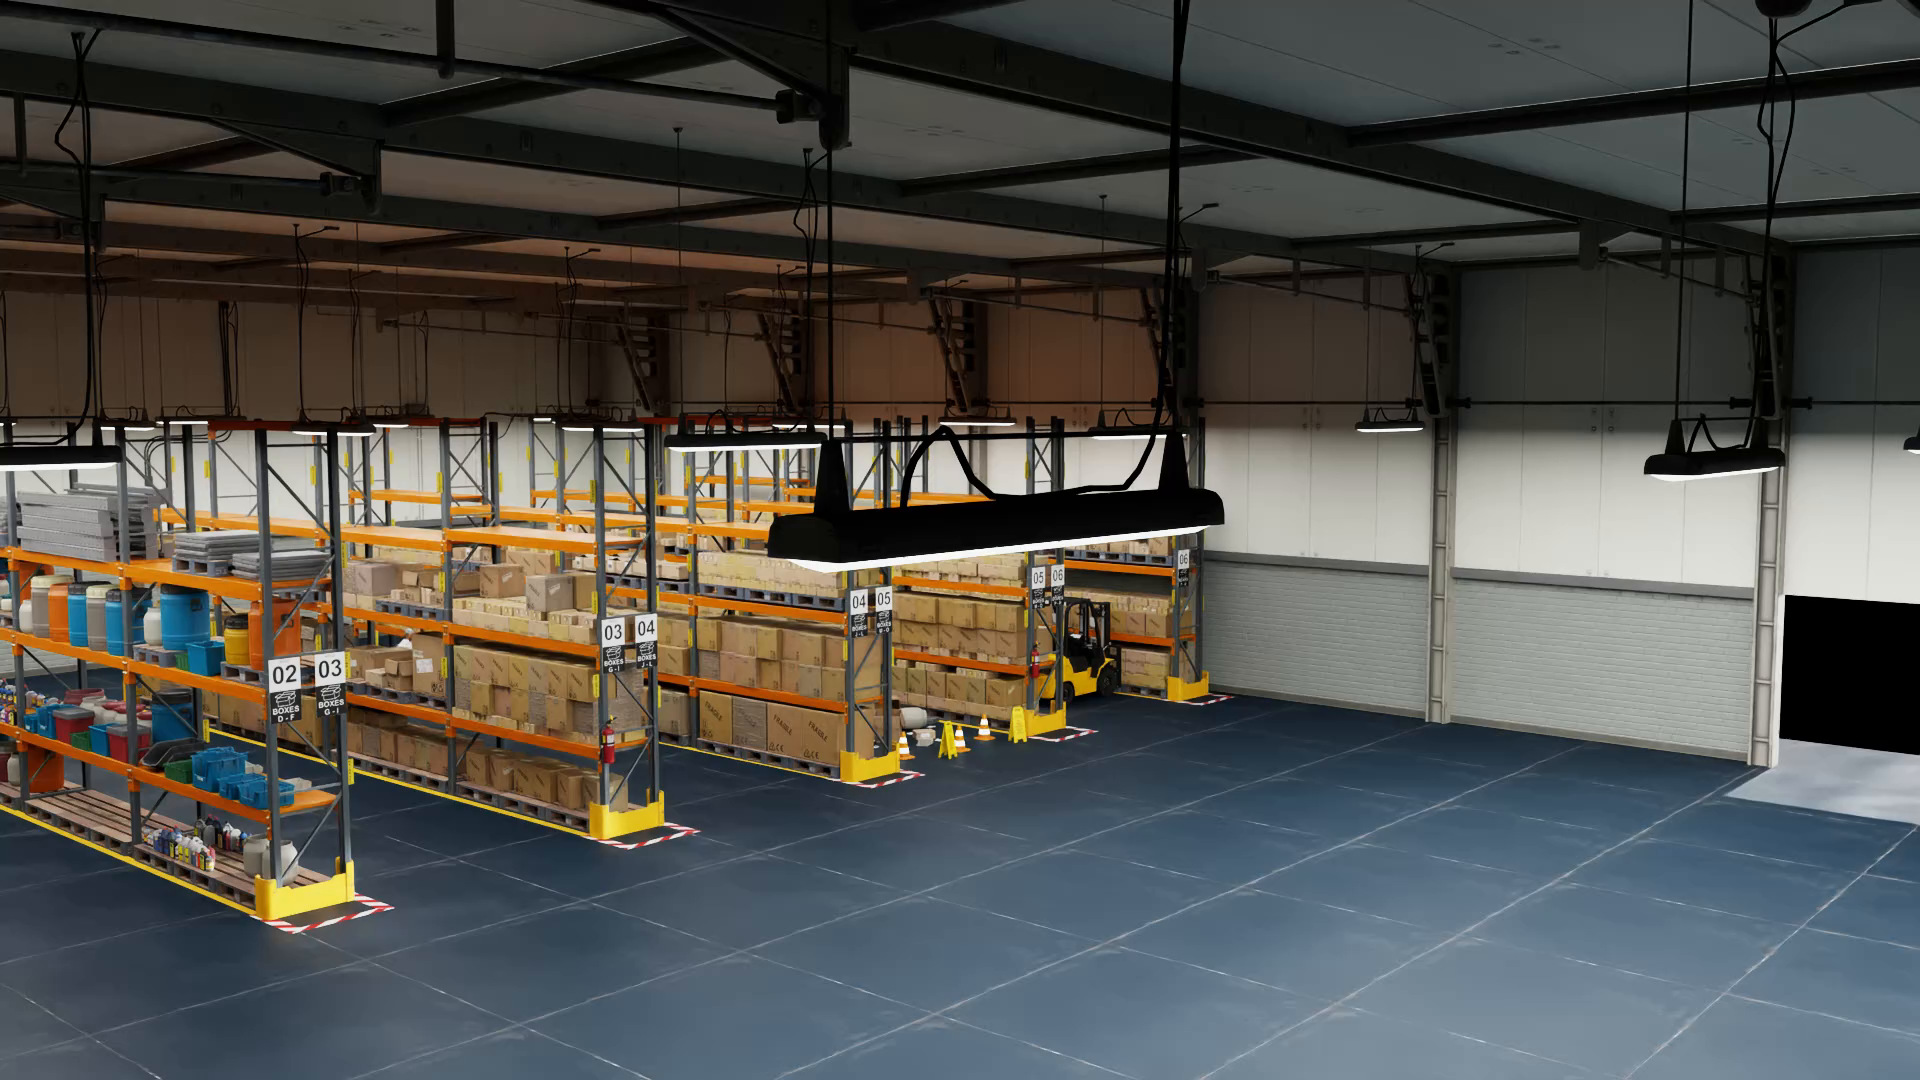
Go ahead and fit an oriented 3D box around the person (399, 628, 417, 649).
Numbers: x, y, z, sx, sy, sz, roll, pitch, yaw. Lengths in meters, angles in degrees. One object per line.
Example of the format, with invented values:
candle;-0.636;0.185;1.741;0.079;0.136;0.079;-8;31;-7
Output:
person;-11.465;2.631;34.699;1.022;1.605;0.568;4;6;39
